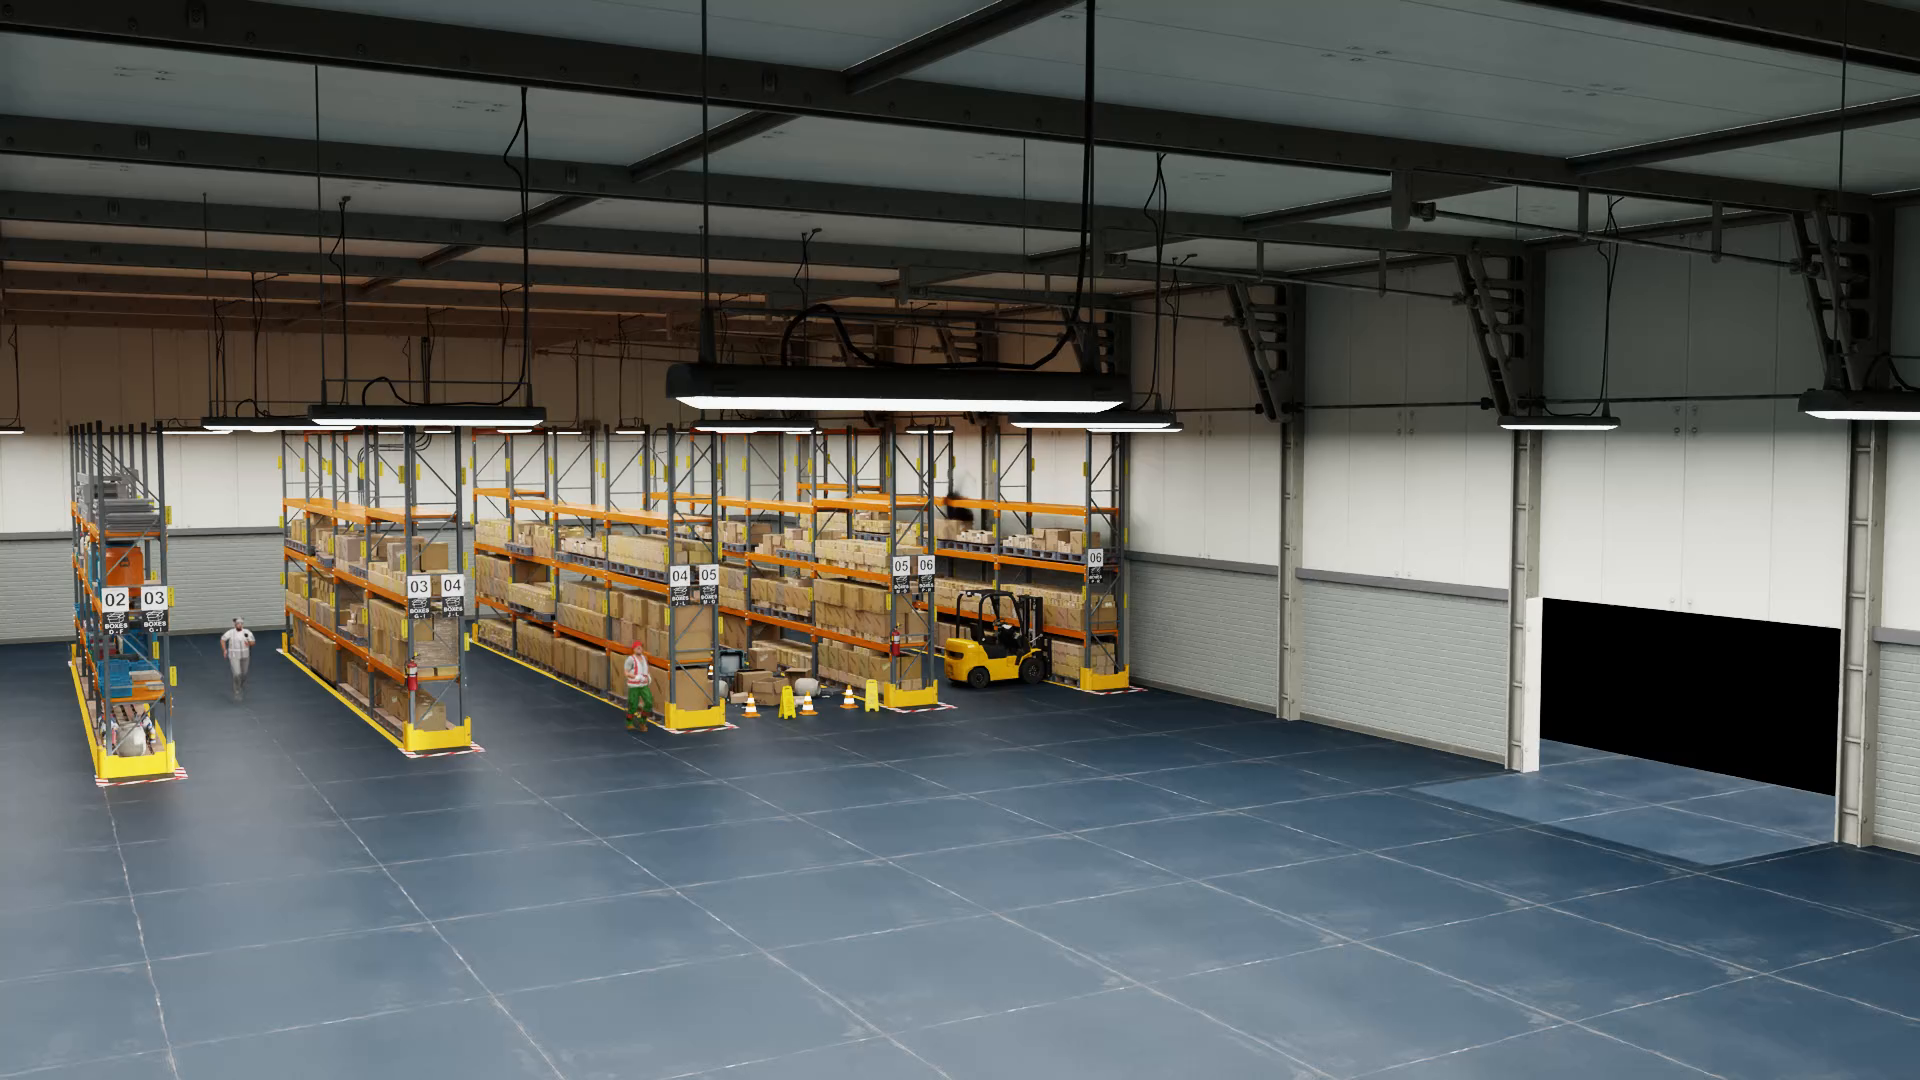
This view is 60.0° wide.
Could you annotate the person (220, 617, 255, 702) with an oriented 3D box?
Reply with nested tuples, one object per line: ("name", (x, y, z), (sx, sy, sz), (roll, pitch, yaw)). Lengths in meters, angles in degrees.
("person", (-15.755, 2.586, 36.359), (0.640, 1.839, 0.819), (-3, 5, -40))

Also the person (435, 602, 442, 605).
("person", (-14.019, 2.145, 44.788), (0.613, 1.704, 0.741), (-1, 4, -17))

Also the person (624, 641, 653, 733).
("person", (-6.196, 2.857, 32.178), (0.710, 1.821, 0.690), (3, 5, 44))
